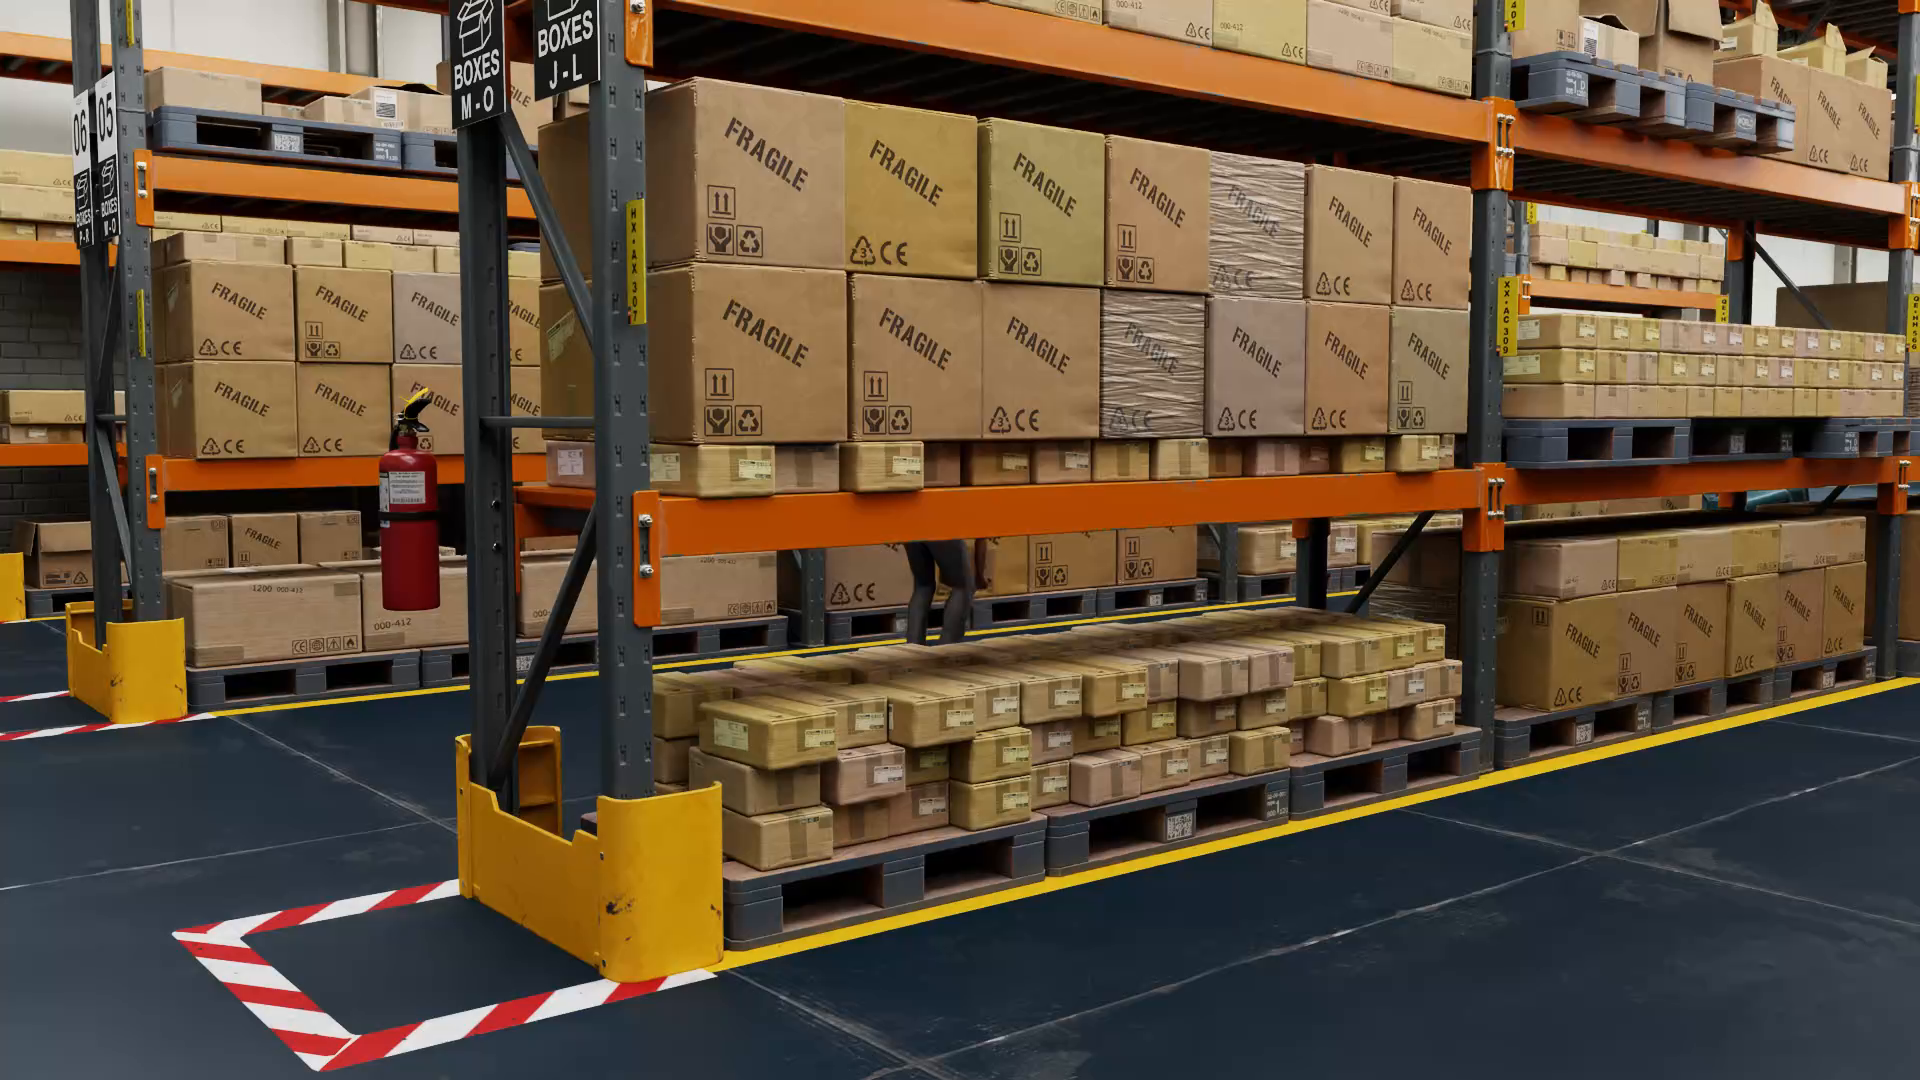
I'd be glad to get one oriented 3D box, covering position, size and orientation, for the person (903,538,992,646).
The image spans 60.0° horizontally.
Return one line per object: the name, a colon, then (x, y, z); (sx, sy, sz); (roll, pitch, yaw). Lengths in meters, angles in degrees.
person: (-0.025, 0.124, 10.379); (0.407, 1.251, 0.825); (3, 5, 36)
